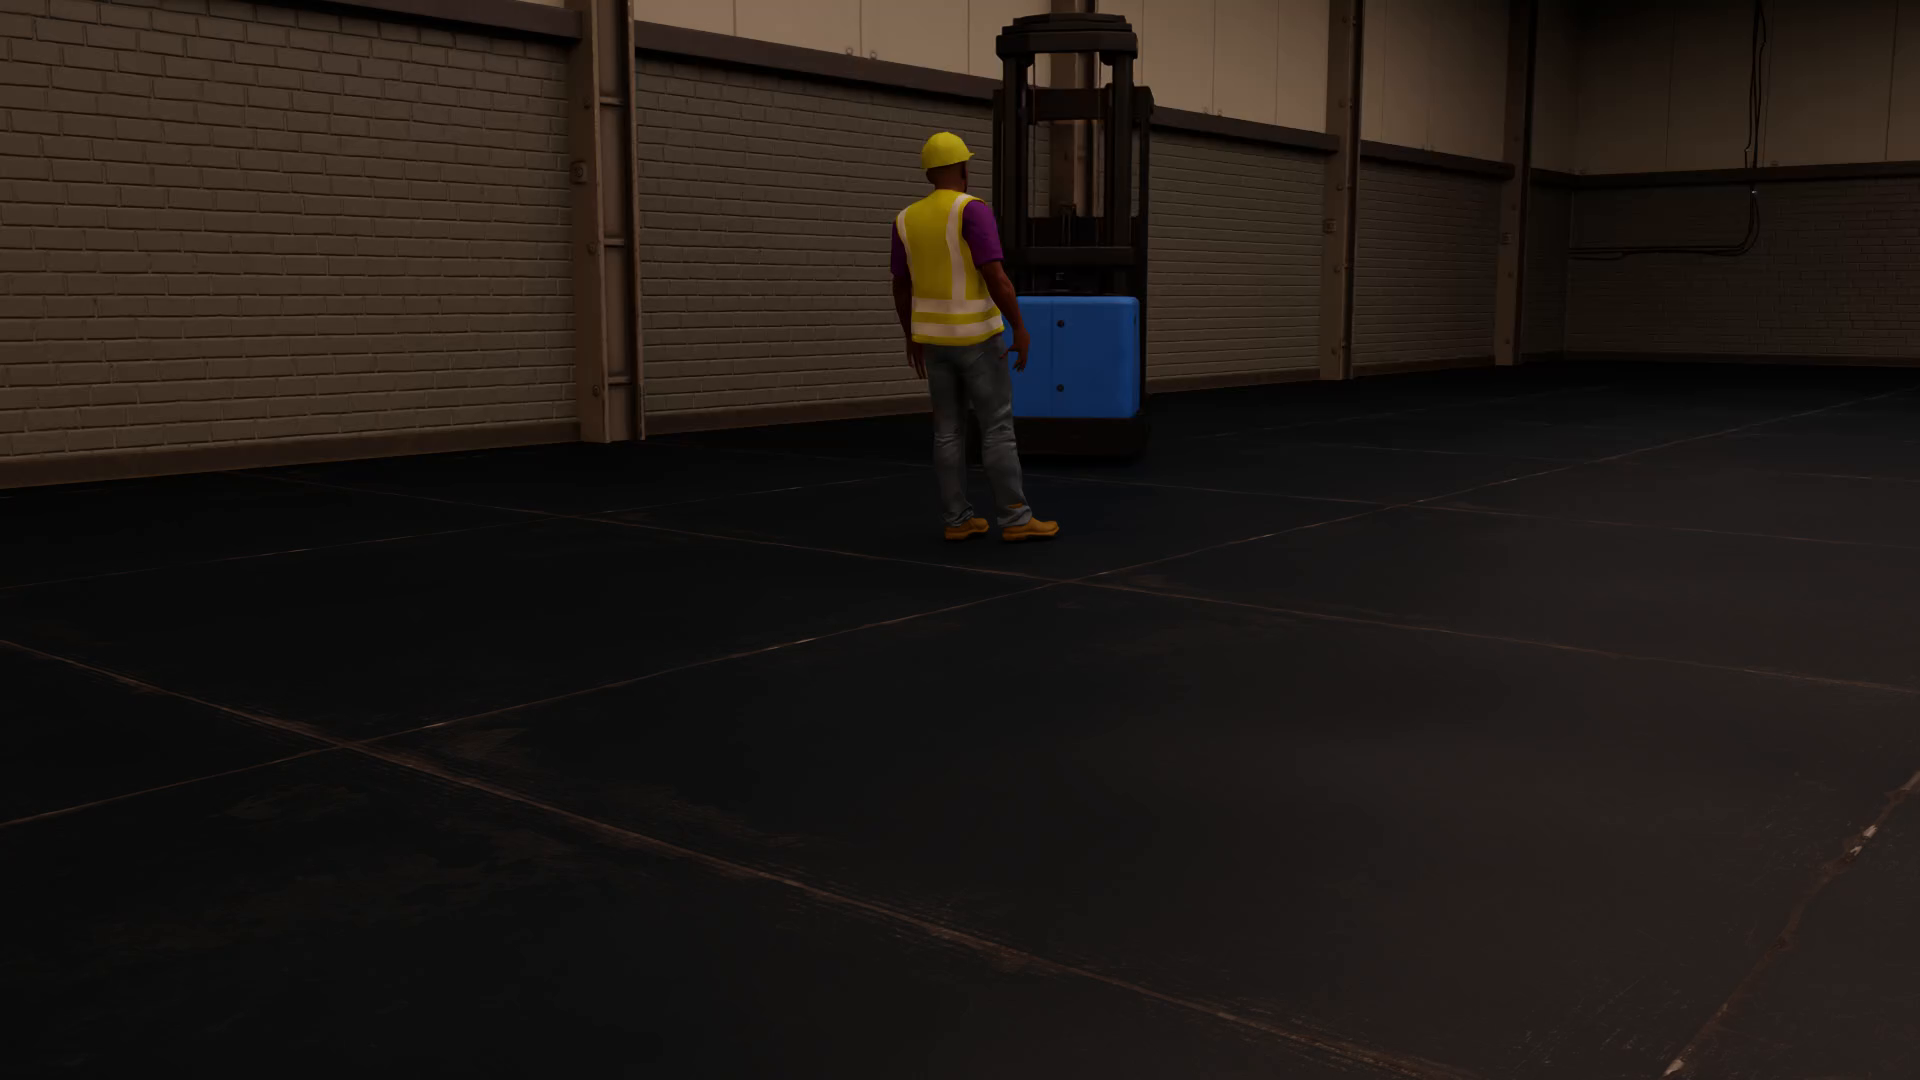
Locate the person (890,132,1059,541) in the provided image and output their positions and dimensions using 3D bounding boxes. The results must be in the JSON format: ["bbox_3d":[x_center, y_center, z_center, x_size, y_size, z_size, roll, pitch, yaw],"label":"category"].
[{"bbox_3d":[0.049,-0.889,7.326,0.665,1.768,0.575,7,11,38],"label":"person"}]

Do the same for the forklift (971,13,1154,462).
[{"bbox_3d":[0.807,-2.136,11.881,1.130,2.935,3.031,1,8,9],"label":"forklift"}]
